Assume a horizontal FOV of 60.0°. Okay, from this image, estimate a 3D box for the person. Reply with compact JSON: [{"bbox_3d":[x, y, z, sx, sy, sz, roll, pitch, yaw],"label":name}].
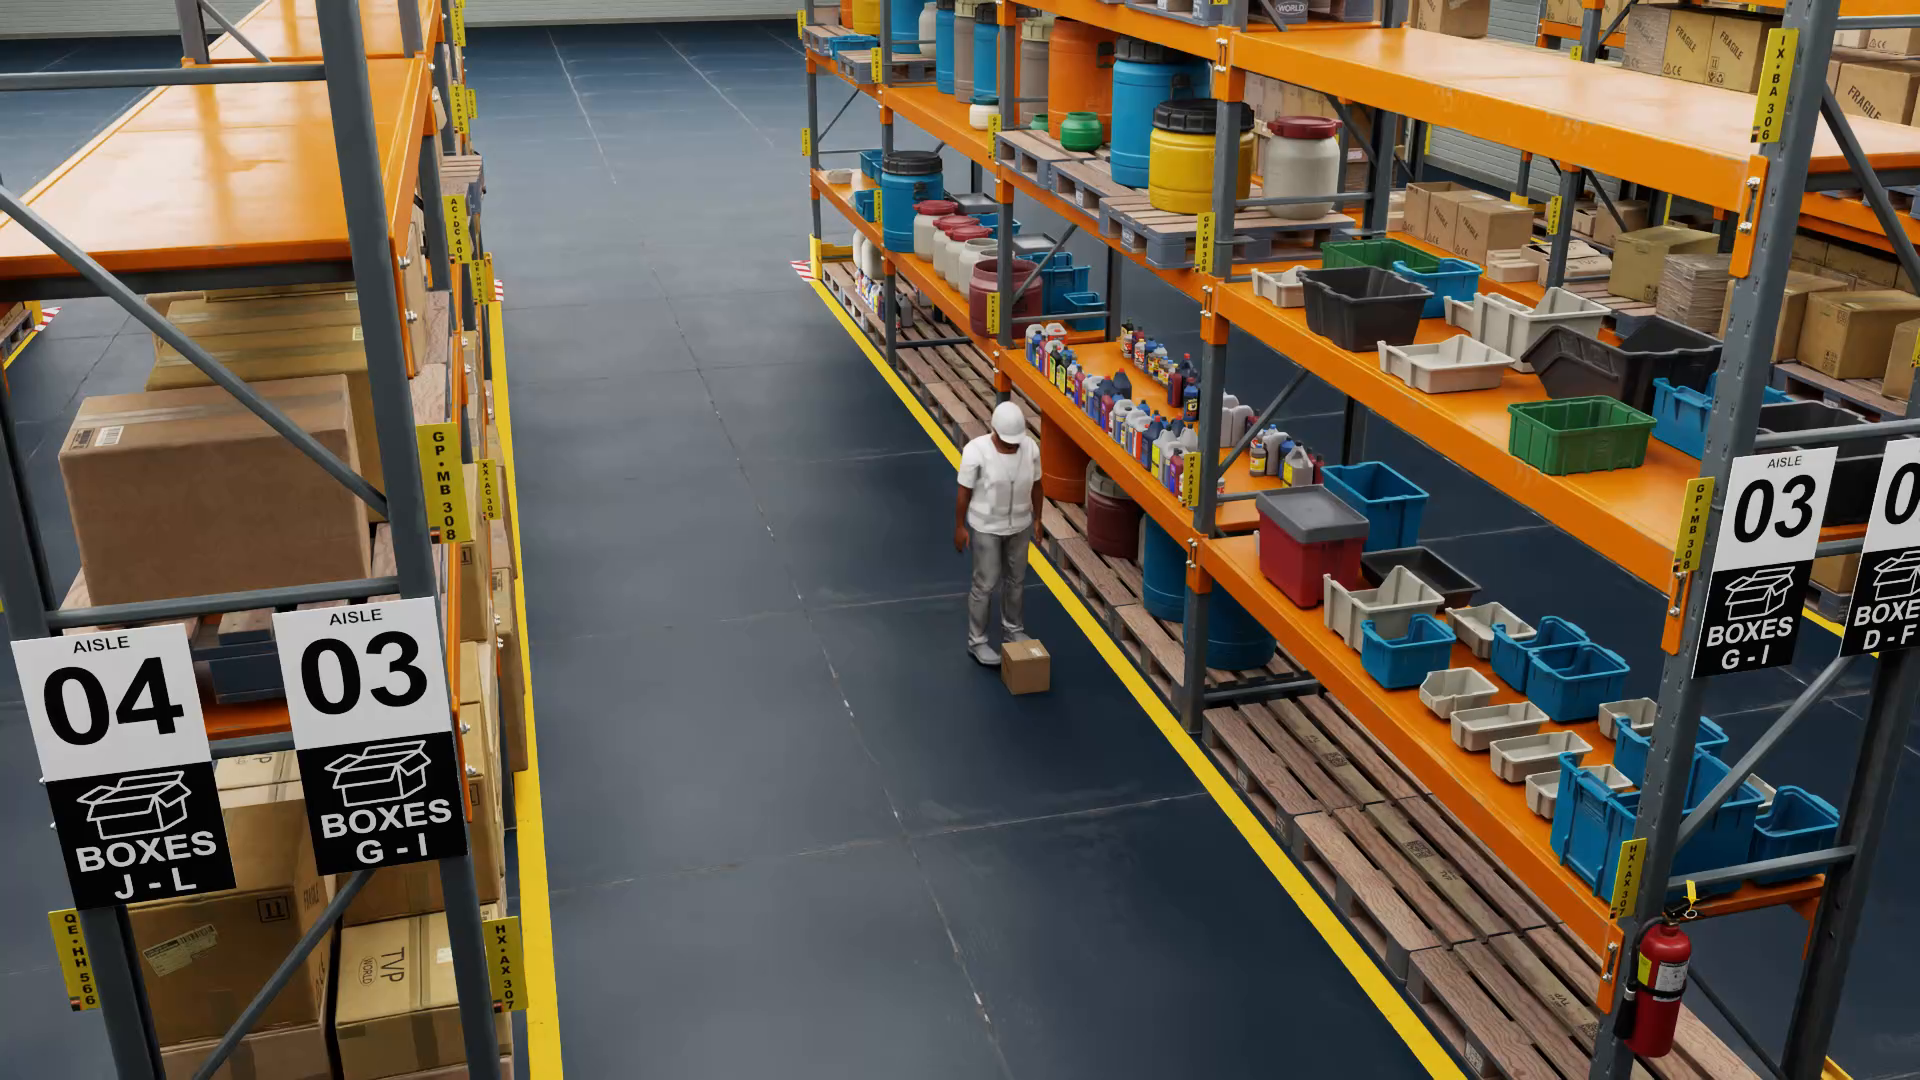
[{"bbox_3d":[0.288,-0.071,10.764,0.610,1.750,0.408,-10,25,-23],"label":"person"}]
